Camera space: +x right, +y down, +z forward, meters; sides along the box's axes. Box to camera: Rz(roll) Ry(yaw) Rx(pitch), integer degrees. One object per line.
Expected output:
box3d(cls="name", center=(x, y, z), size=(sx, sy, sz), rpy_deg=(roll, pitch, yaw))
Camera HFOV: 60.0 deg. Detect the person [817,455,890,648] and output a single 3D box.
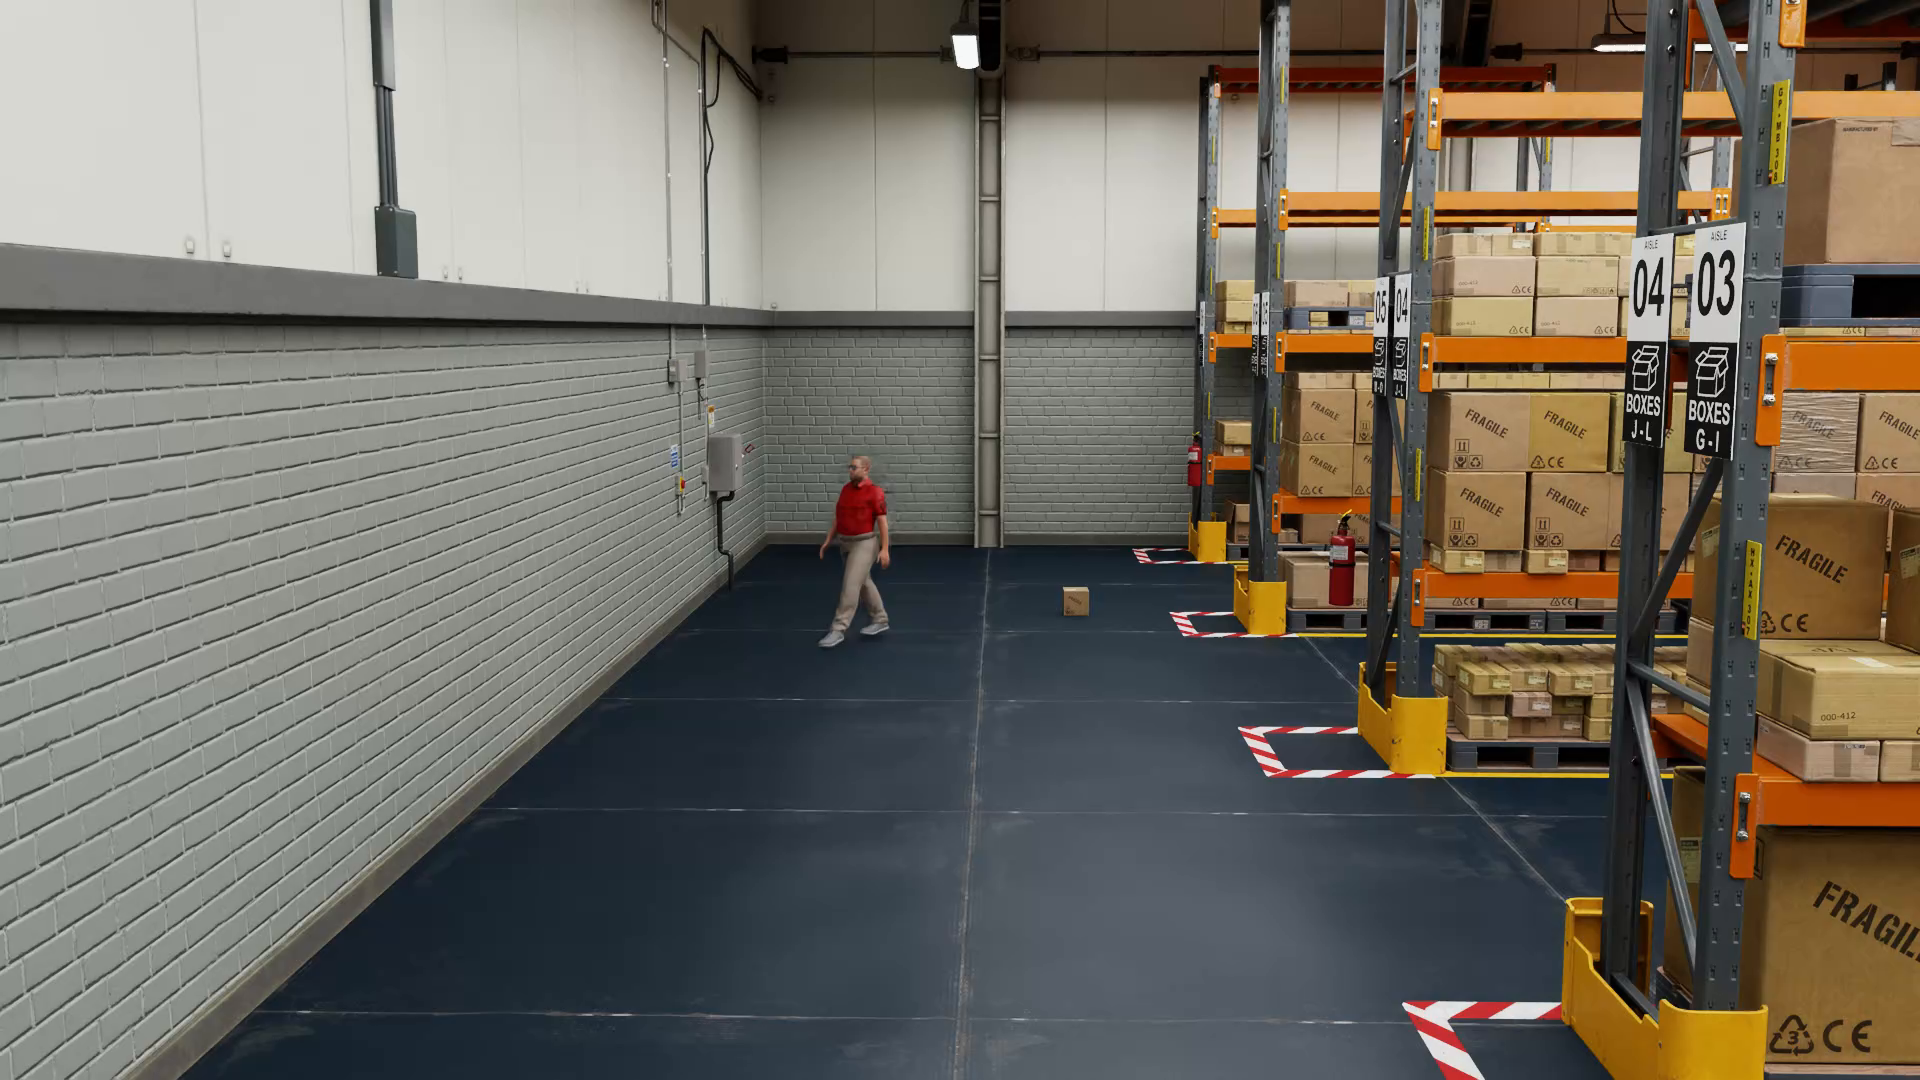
box3d(cls="person", center=(-1.012, 0.073, 15.179), size=(0.951, 1.685, 0.576), rpy_deg=(-6, 9, -40))
